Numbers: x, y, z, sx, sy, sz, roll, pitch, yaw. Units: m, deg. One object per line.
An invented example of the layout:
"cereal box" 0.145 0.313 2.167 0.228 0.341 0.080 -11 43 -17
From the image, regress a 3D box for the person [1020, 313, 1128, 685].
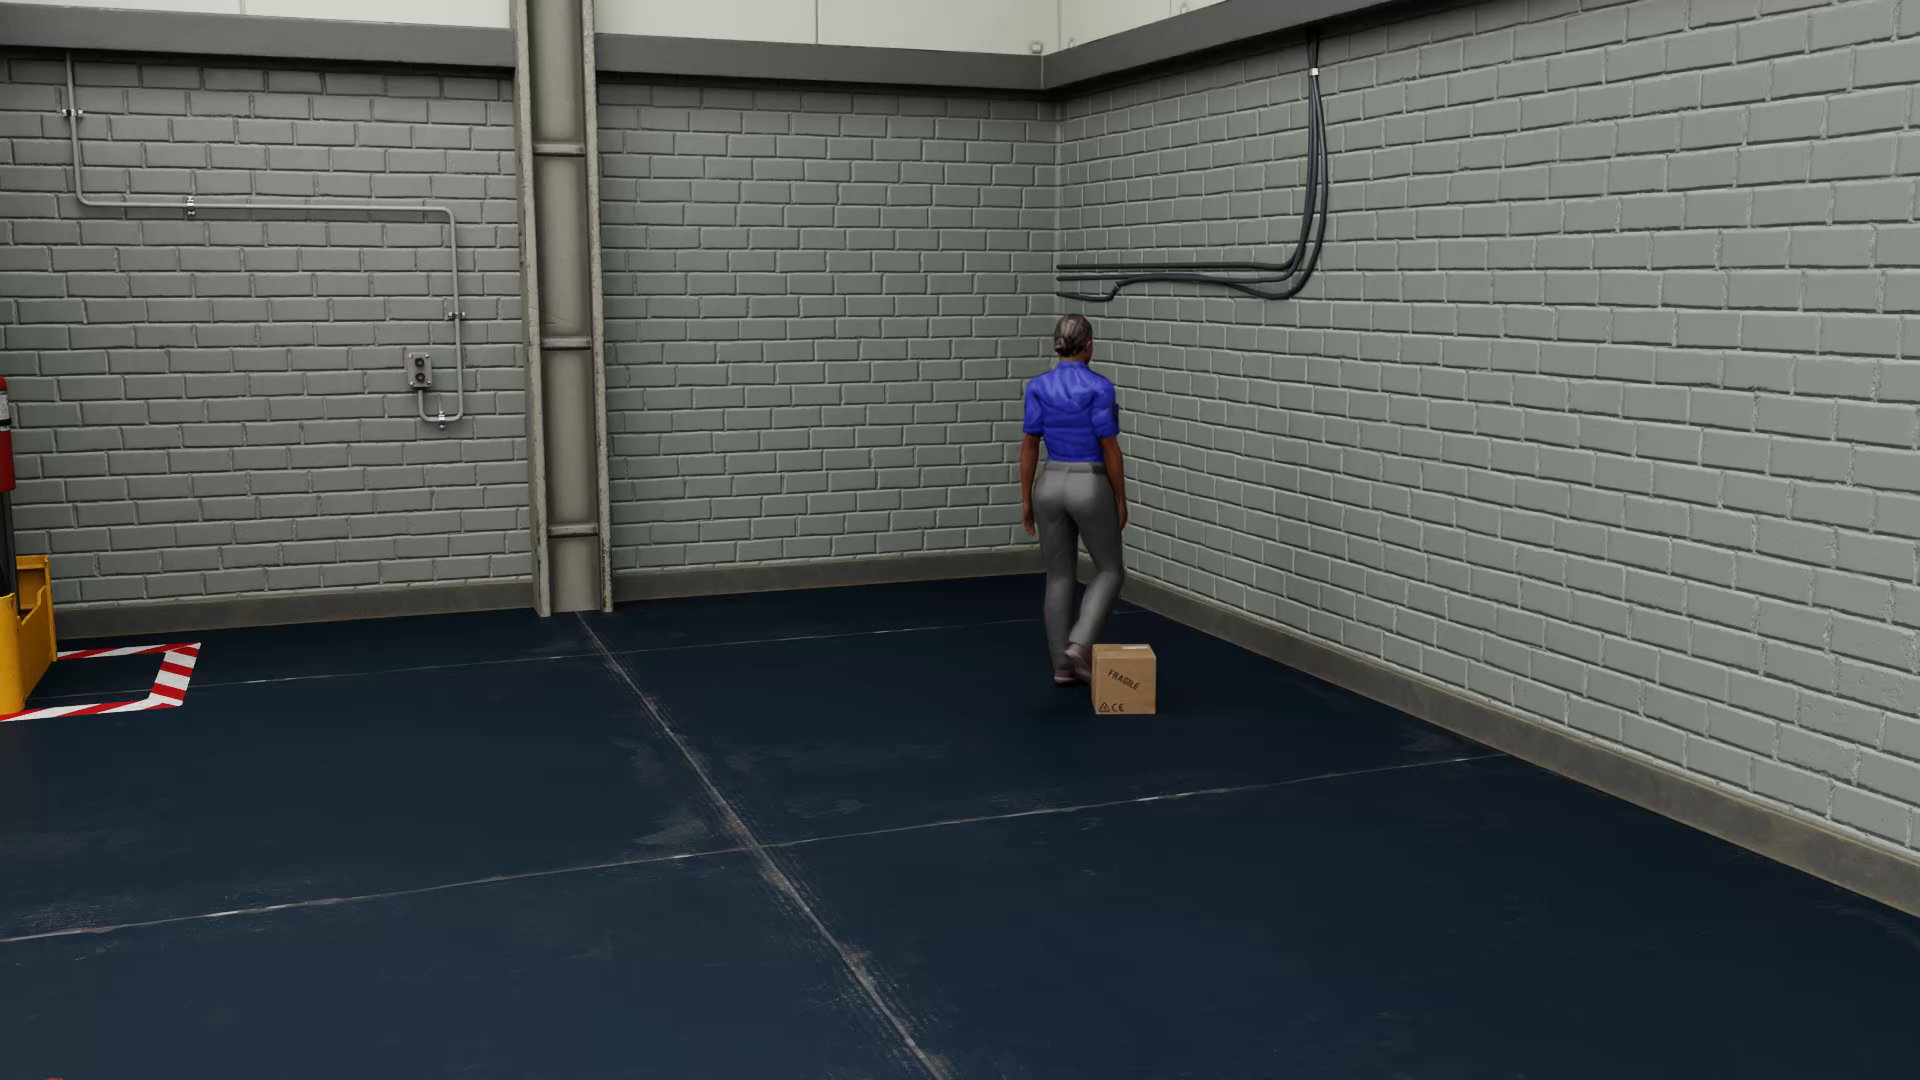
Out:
"person" 0.499 -0.171 7.391 0.469 1.661 0.474 4 10 26
